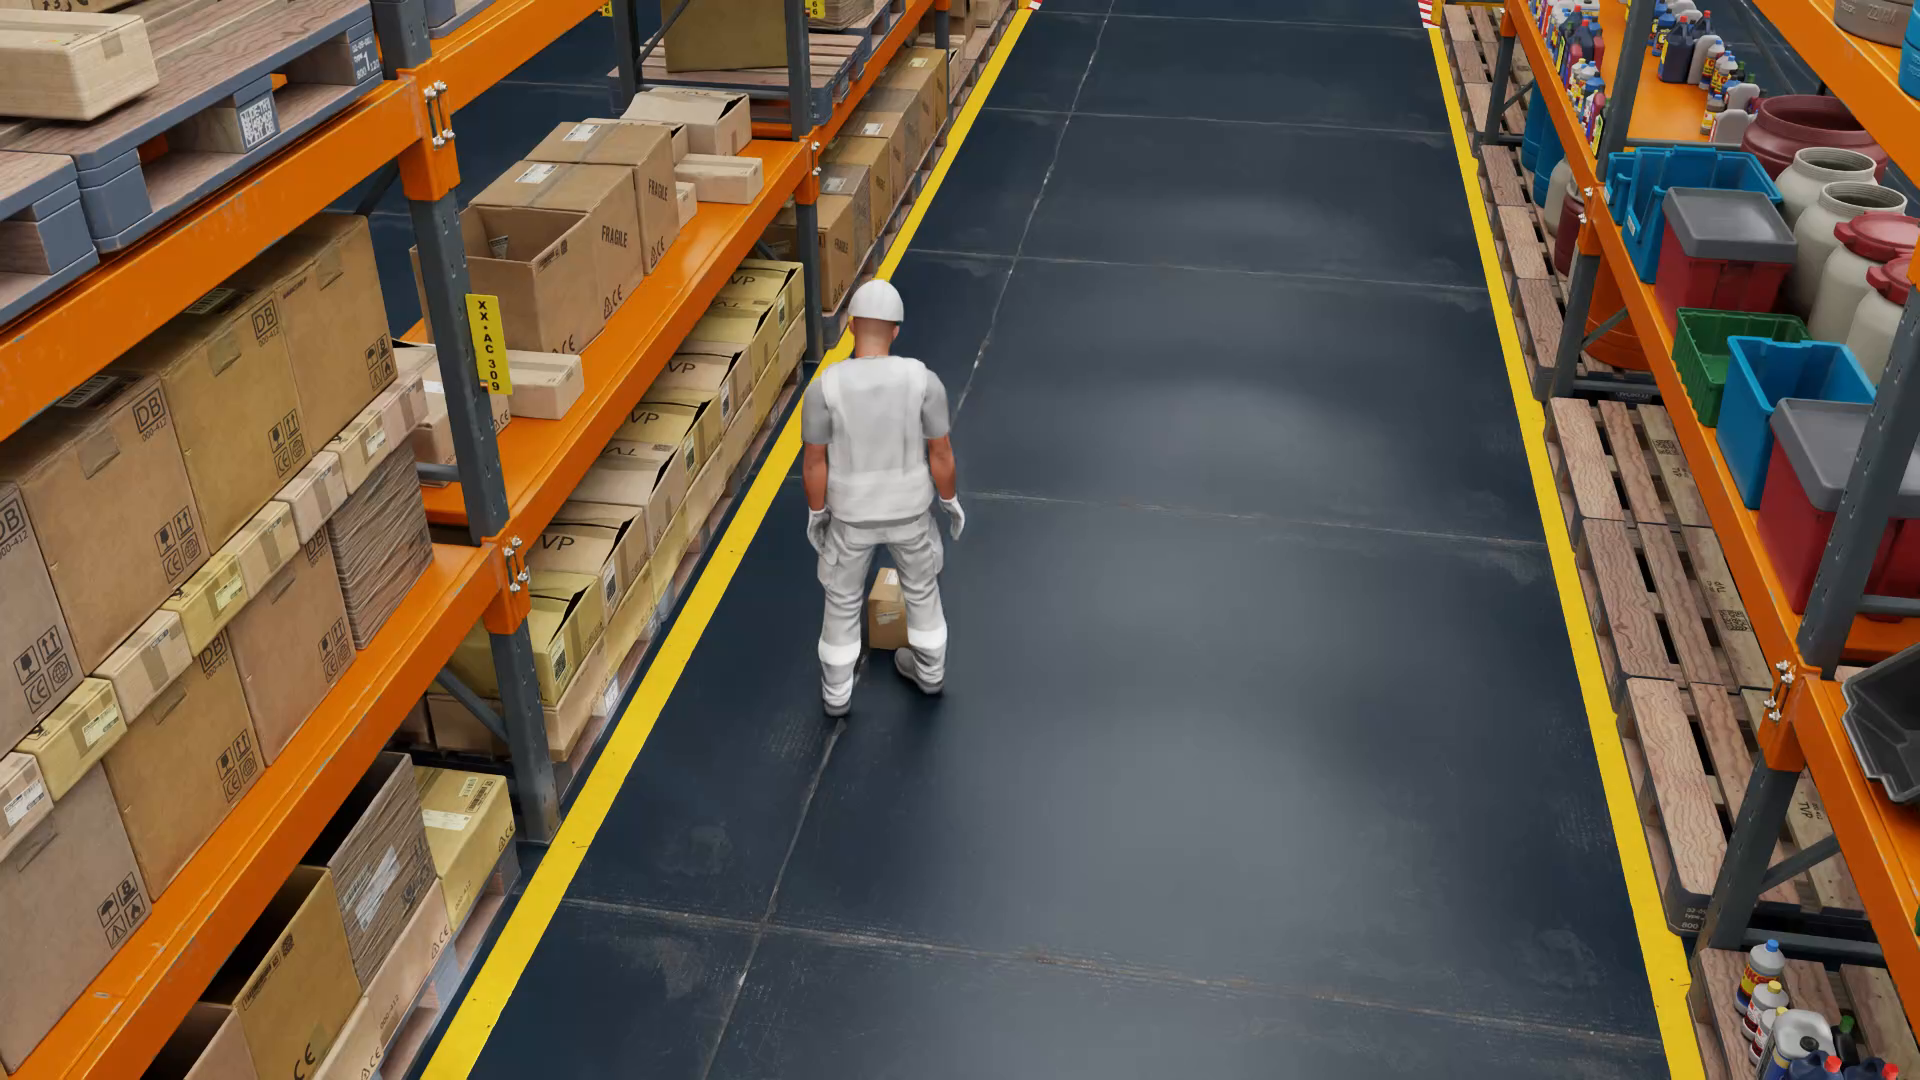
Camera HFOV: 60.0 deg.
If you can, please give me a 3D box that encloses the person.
[{"bbox_3d":[-0.300,-0.137,6.311,0.605,1.774,0.446,-3,32,-5],"label":"person"}]
